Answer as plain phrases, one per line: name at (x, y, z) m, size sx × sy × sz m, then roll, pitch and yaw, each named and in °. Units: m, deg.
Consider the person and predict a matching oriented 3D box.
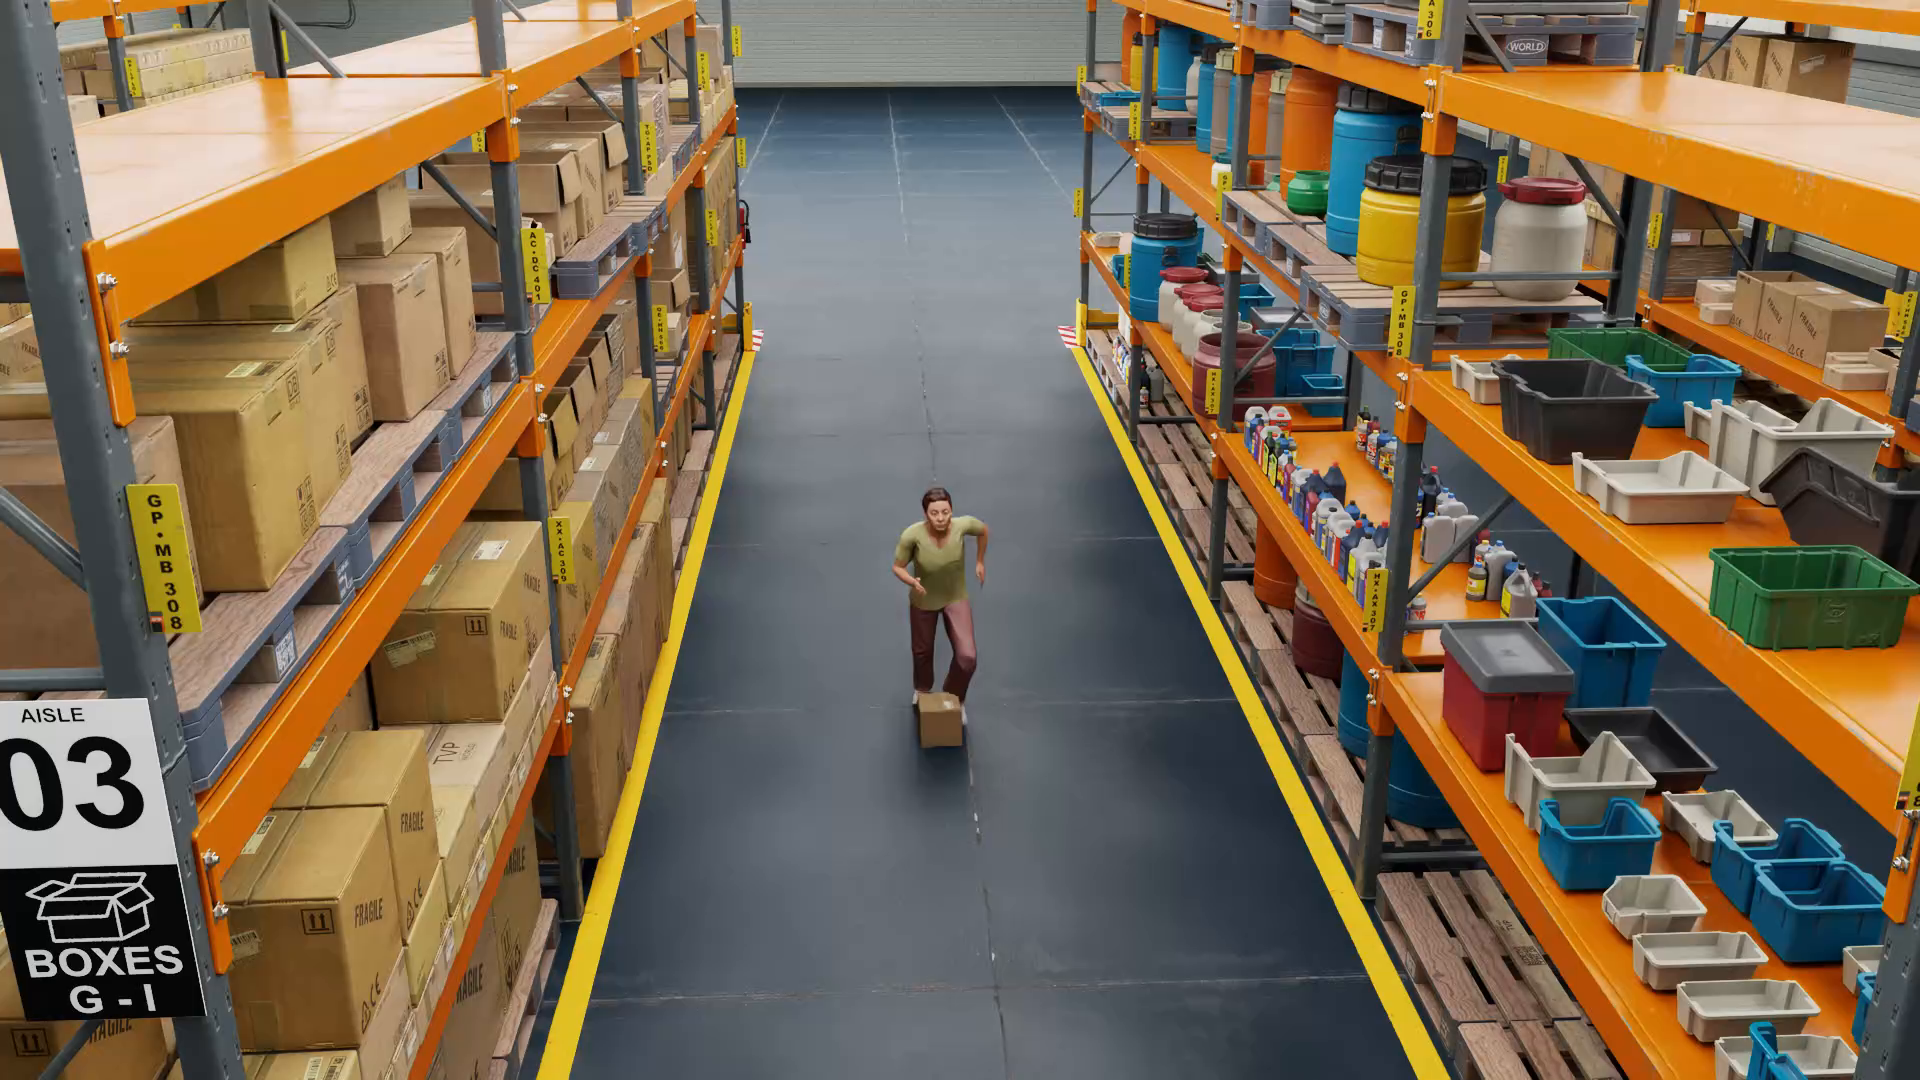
person at (-0.118, 0.382, 10.146) m, size 0.577 × 1.581 × 0.861 m, roll 1°, pitch 20°, yaw 1°
